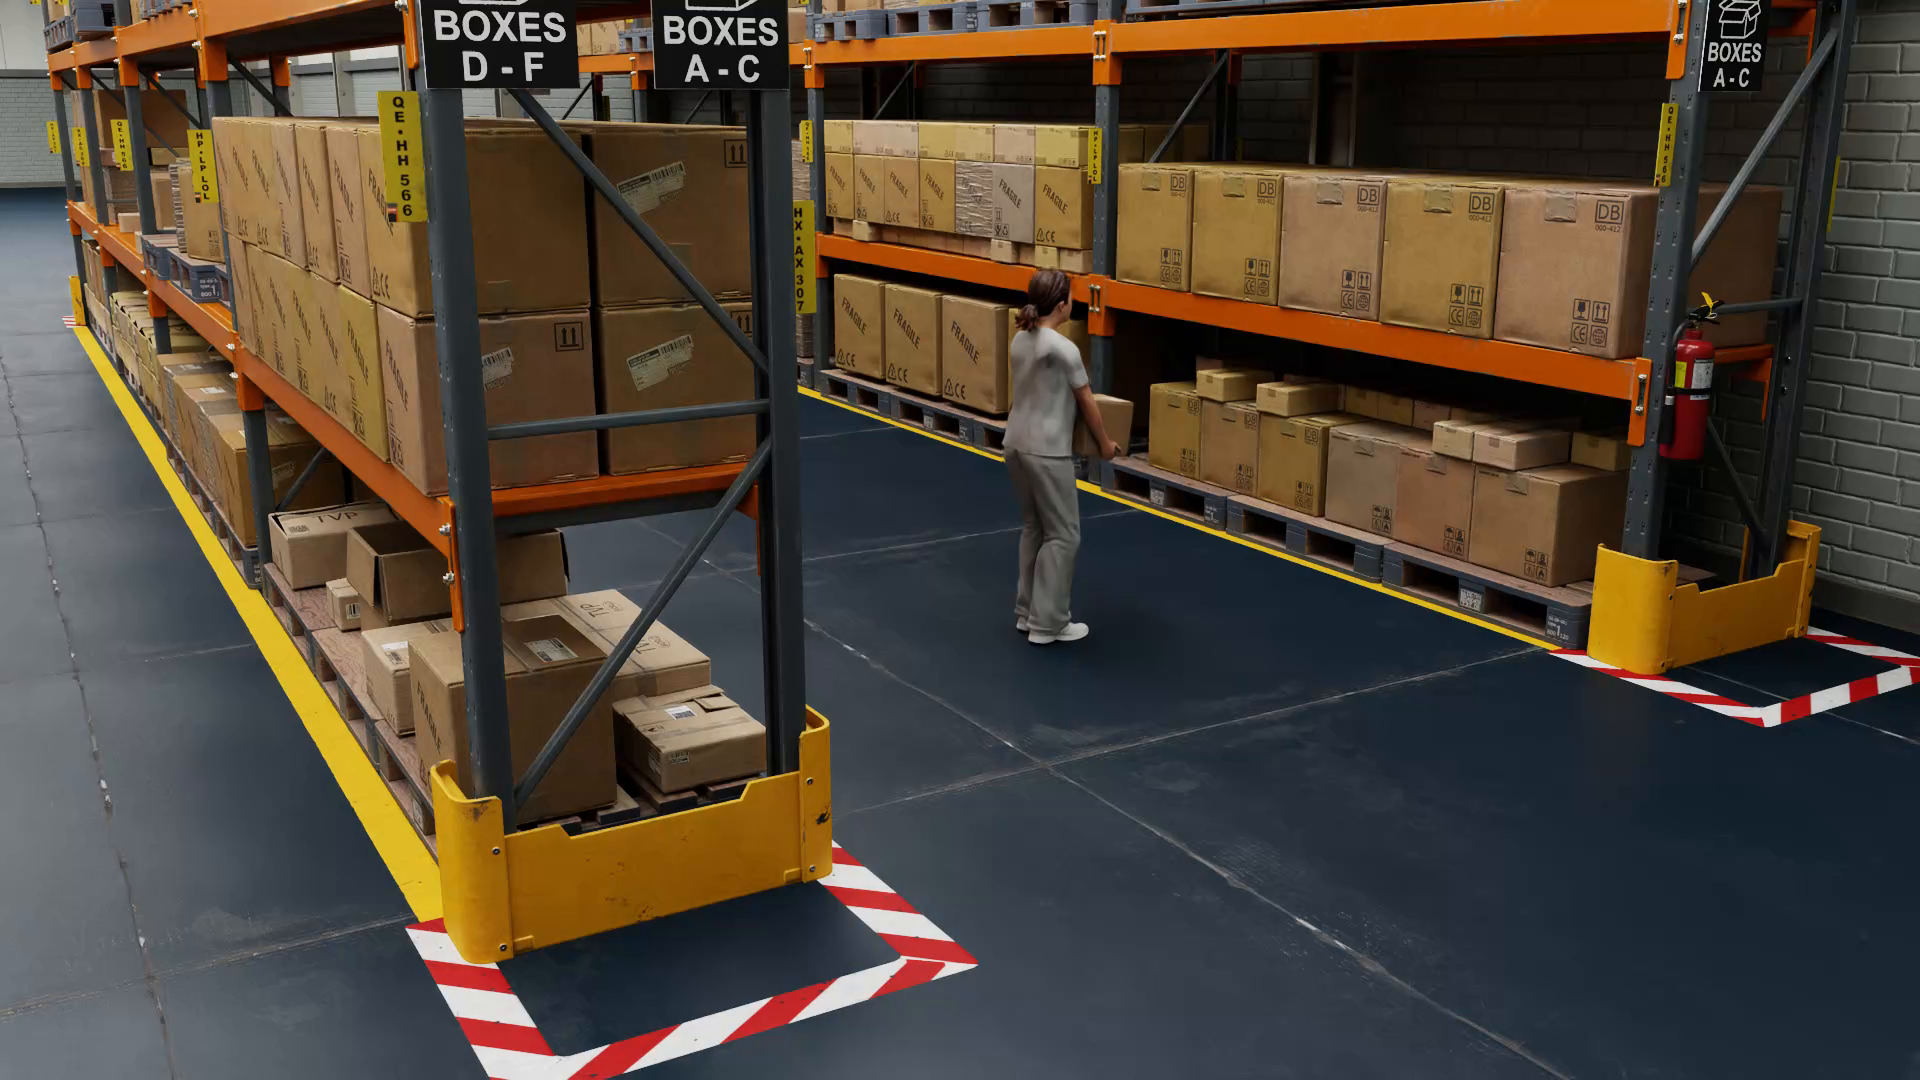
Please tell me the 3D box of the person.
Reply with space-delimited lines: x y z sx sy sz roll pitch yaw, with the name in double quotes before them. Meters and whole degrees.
"person" 0.442 -0.384 7.488 0.505 1.666 0.411 -9 17 -31
